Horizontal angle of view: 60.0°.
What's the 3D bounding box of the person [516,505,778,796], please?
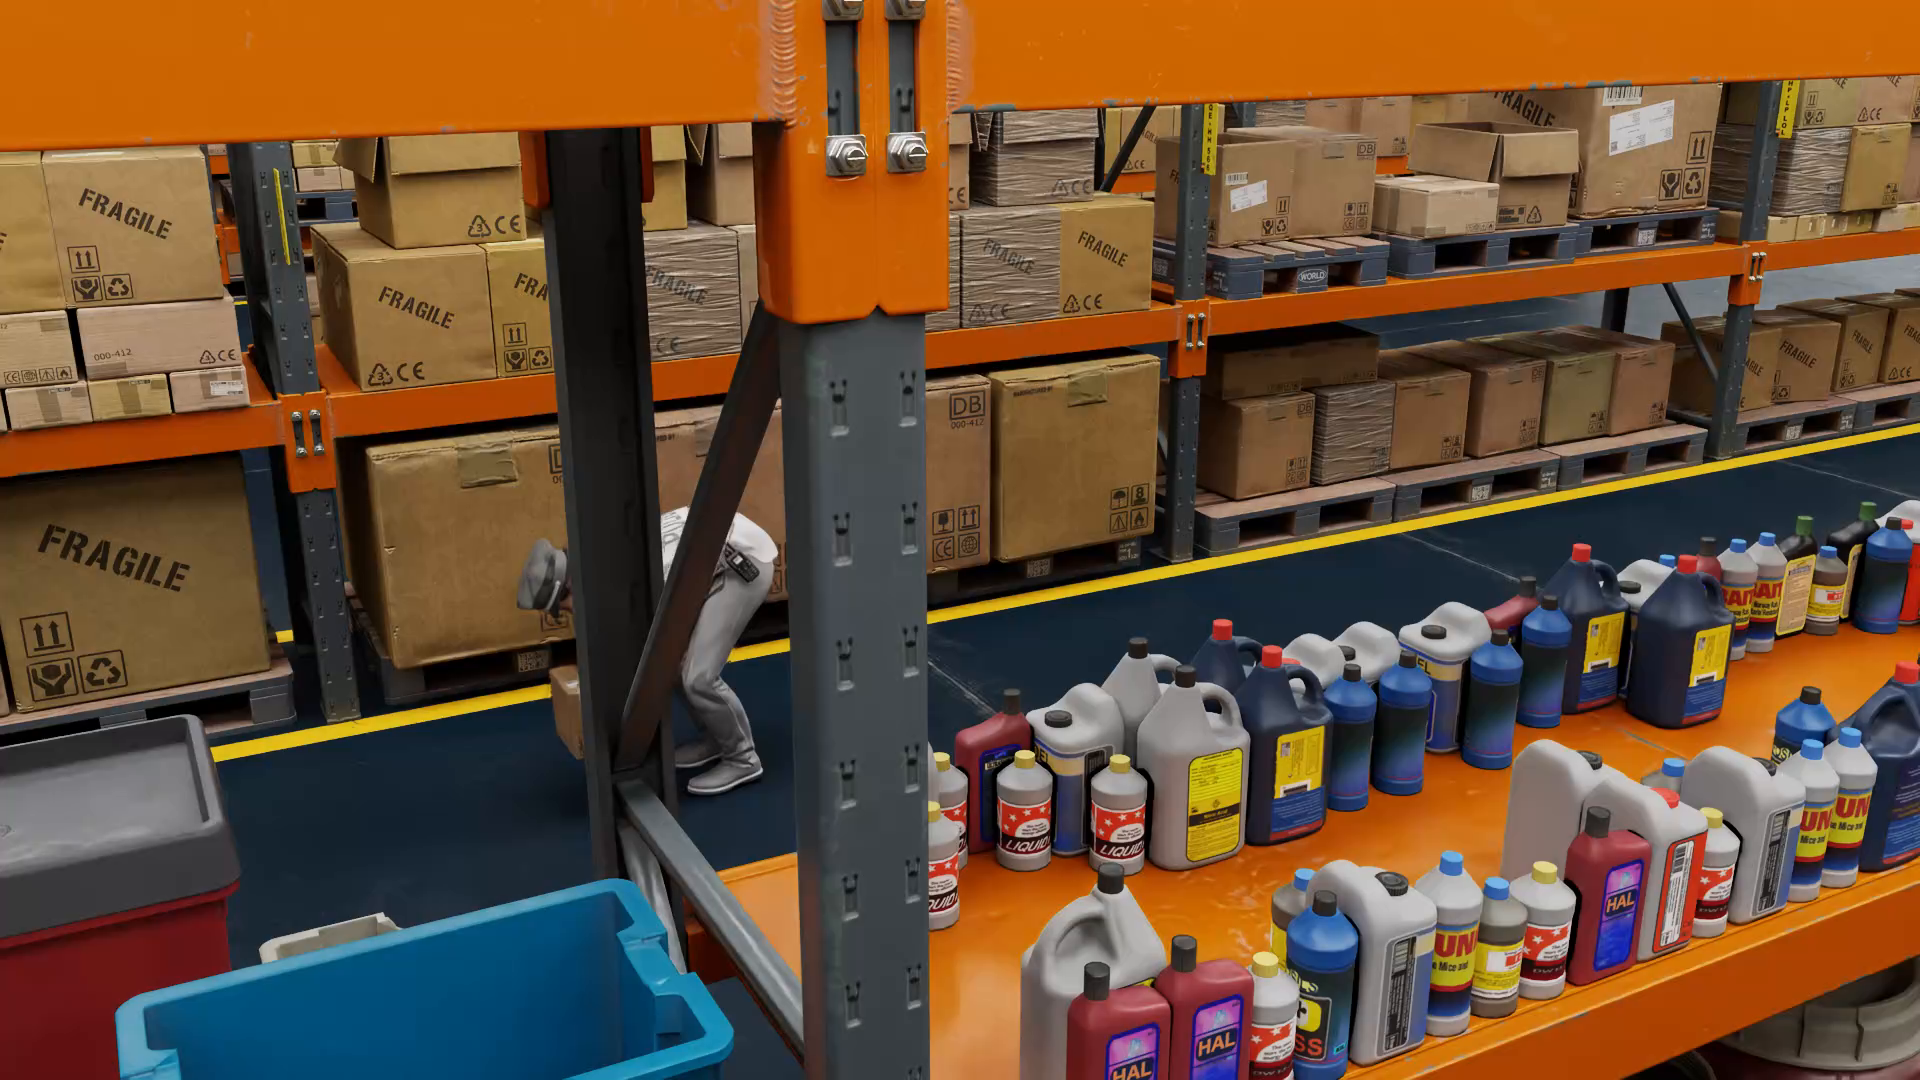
[{"bbox_3d":[-1.085,0.409,5.868,0.921,1.013,0.428,-10,21,-28],"label":"person"}]
